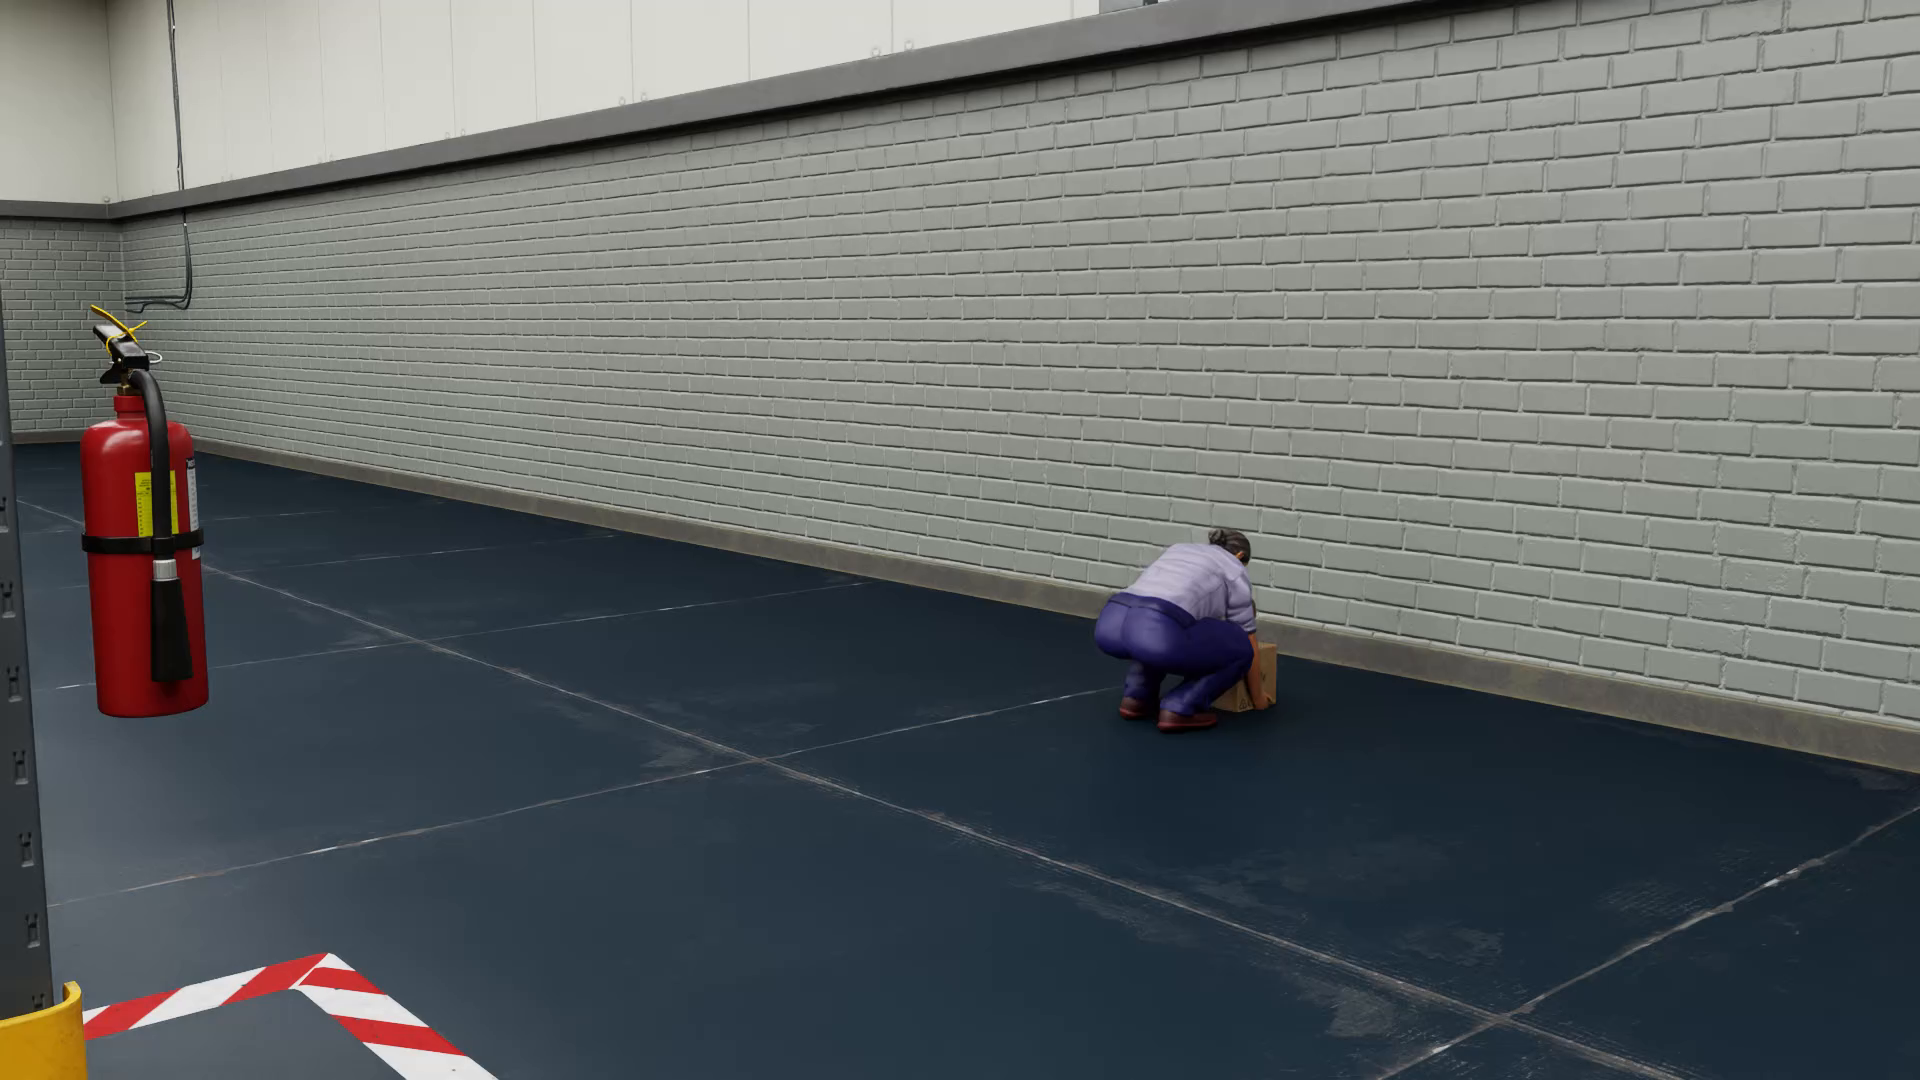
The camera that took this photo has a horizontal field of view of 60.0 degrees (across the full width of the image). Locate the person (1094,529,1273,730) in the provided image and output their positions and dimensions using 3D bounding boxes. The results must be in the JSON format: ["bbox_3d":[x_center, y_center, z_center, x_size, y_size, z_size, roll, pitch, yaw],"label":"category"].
[{"bbox_3d":[0.913,0.383,6.690,0.848,0.816,0.513,-7,10,-41],"label":"person"}]
